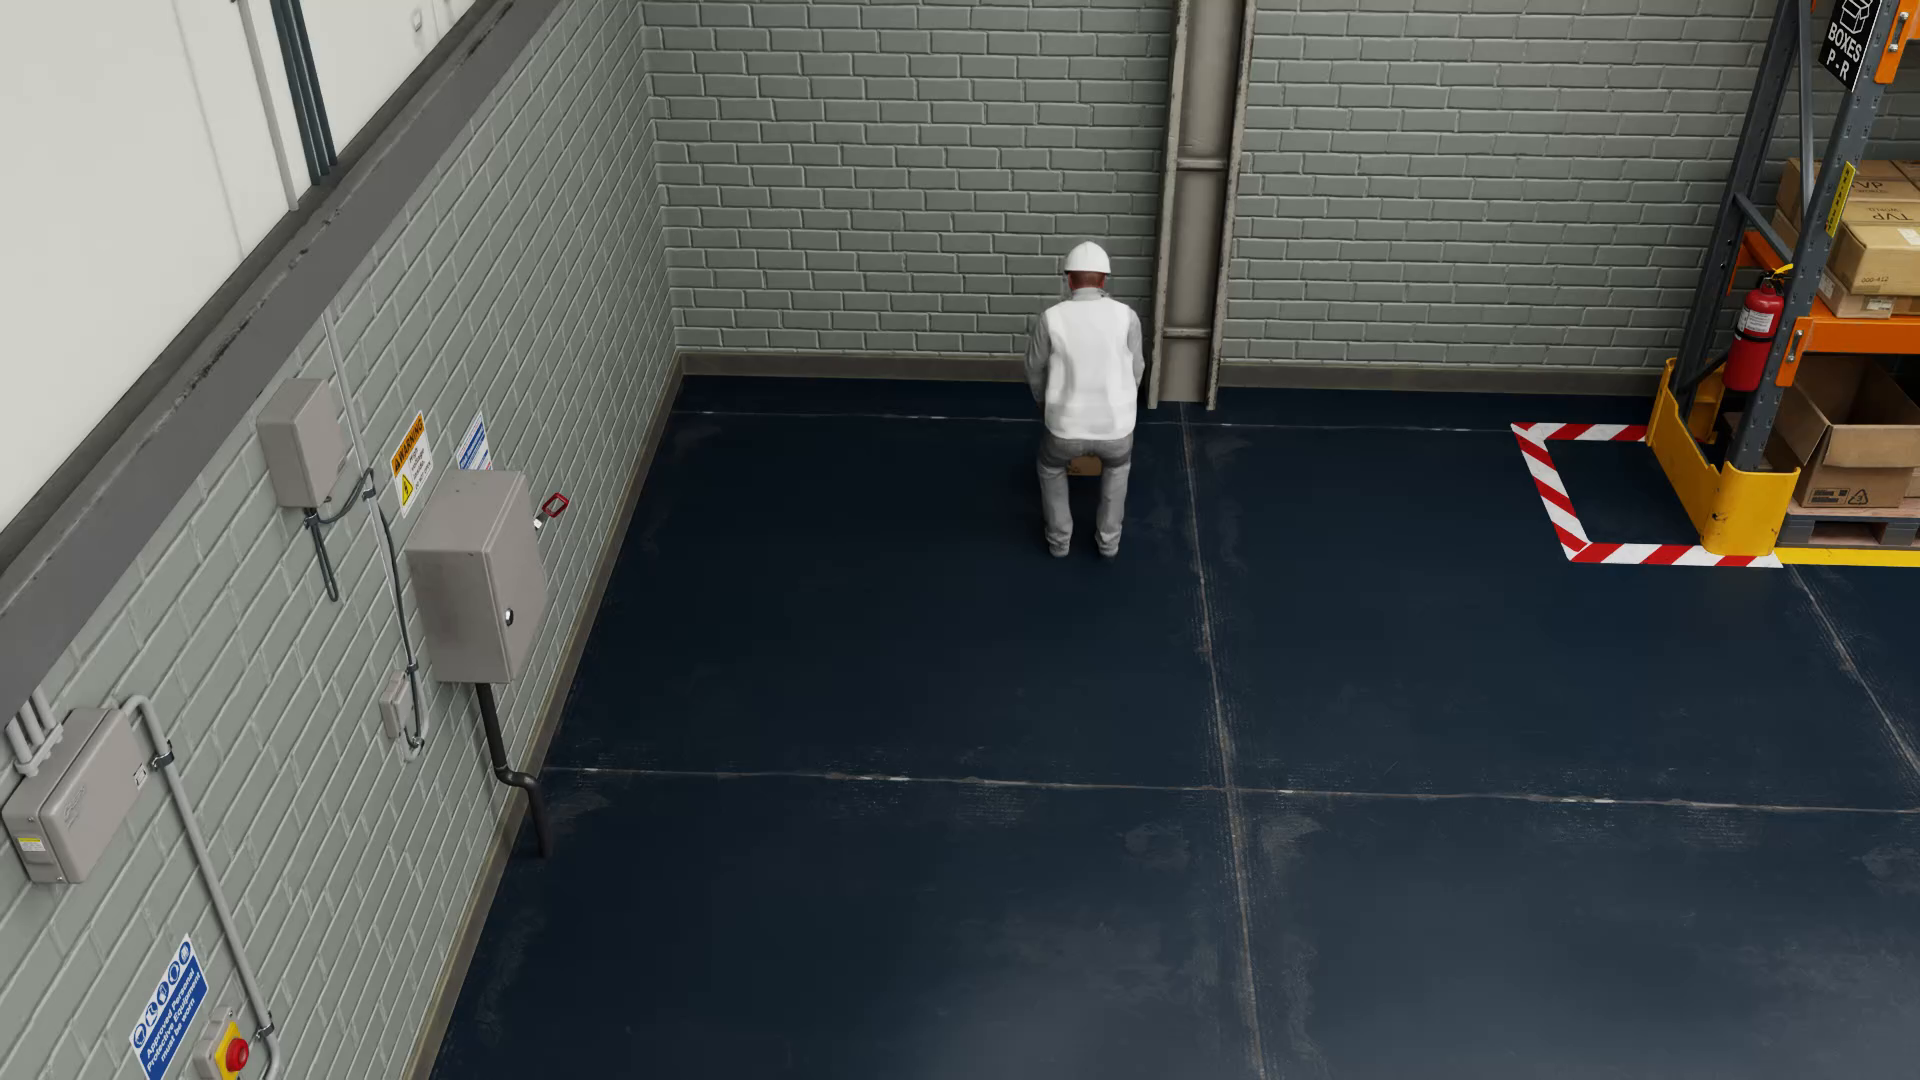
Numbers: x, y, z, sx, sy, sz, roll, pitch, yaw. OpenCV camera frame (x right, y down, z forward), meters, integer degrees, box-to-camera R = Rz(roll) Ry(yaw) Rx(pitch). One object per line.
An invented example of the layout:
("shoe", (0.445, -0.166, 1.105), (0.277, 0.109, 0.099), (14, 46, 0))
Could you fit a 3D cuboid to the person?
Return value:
("person", (0.602, -0.645, 8.172), (0.586, 1.584, 0.649), (2, 35, 2))
